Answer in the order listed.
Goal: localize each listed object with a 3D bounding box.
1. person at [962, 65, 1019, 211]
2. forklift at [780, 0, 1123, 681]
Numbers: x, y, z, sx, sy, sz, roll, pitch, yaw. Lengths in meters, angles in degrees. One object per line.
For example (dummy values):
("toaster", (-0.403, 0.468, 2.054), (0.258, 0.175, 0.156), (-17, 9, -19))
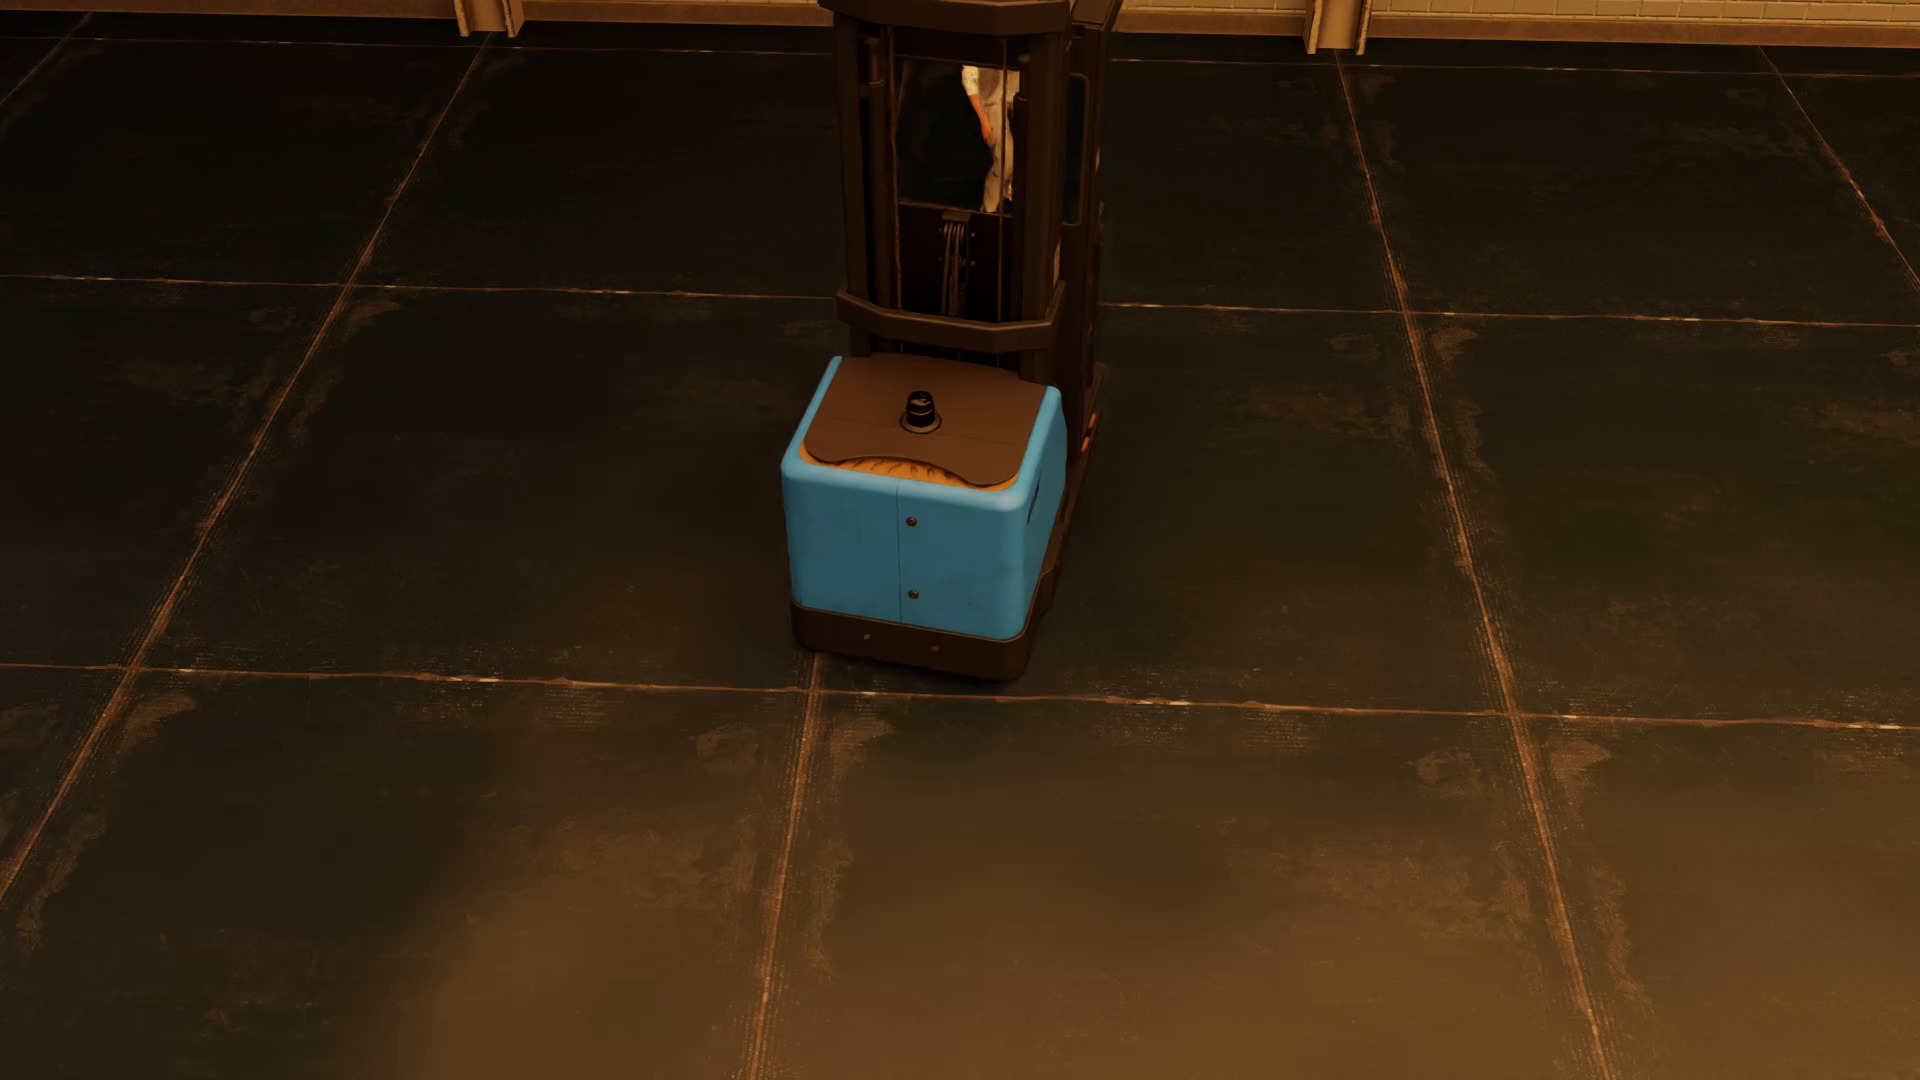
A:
("person", (0.259, -2.502, 9.534), (0.522, 1.503, 0.651), (32, 51, 30))
("forklift", (0.095, -1.484, 7.368), (1.130, 2.935, 3.031), (9, 43, 10))
